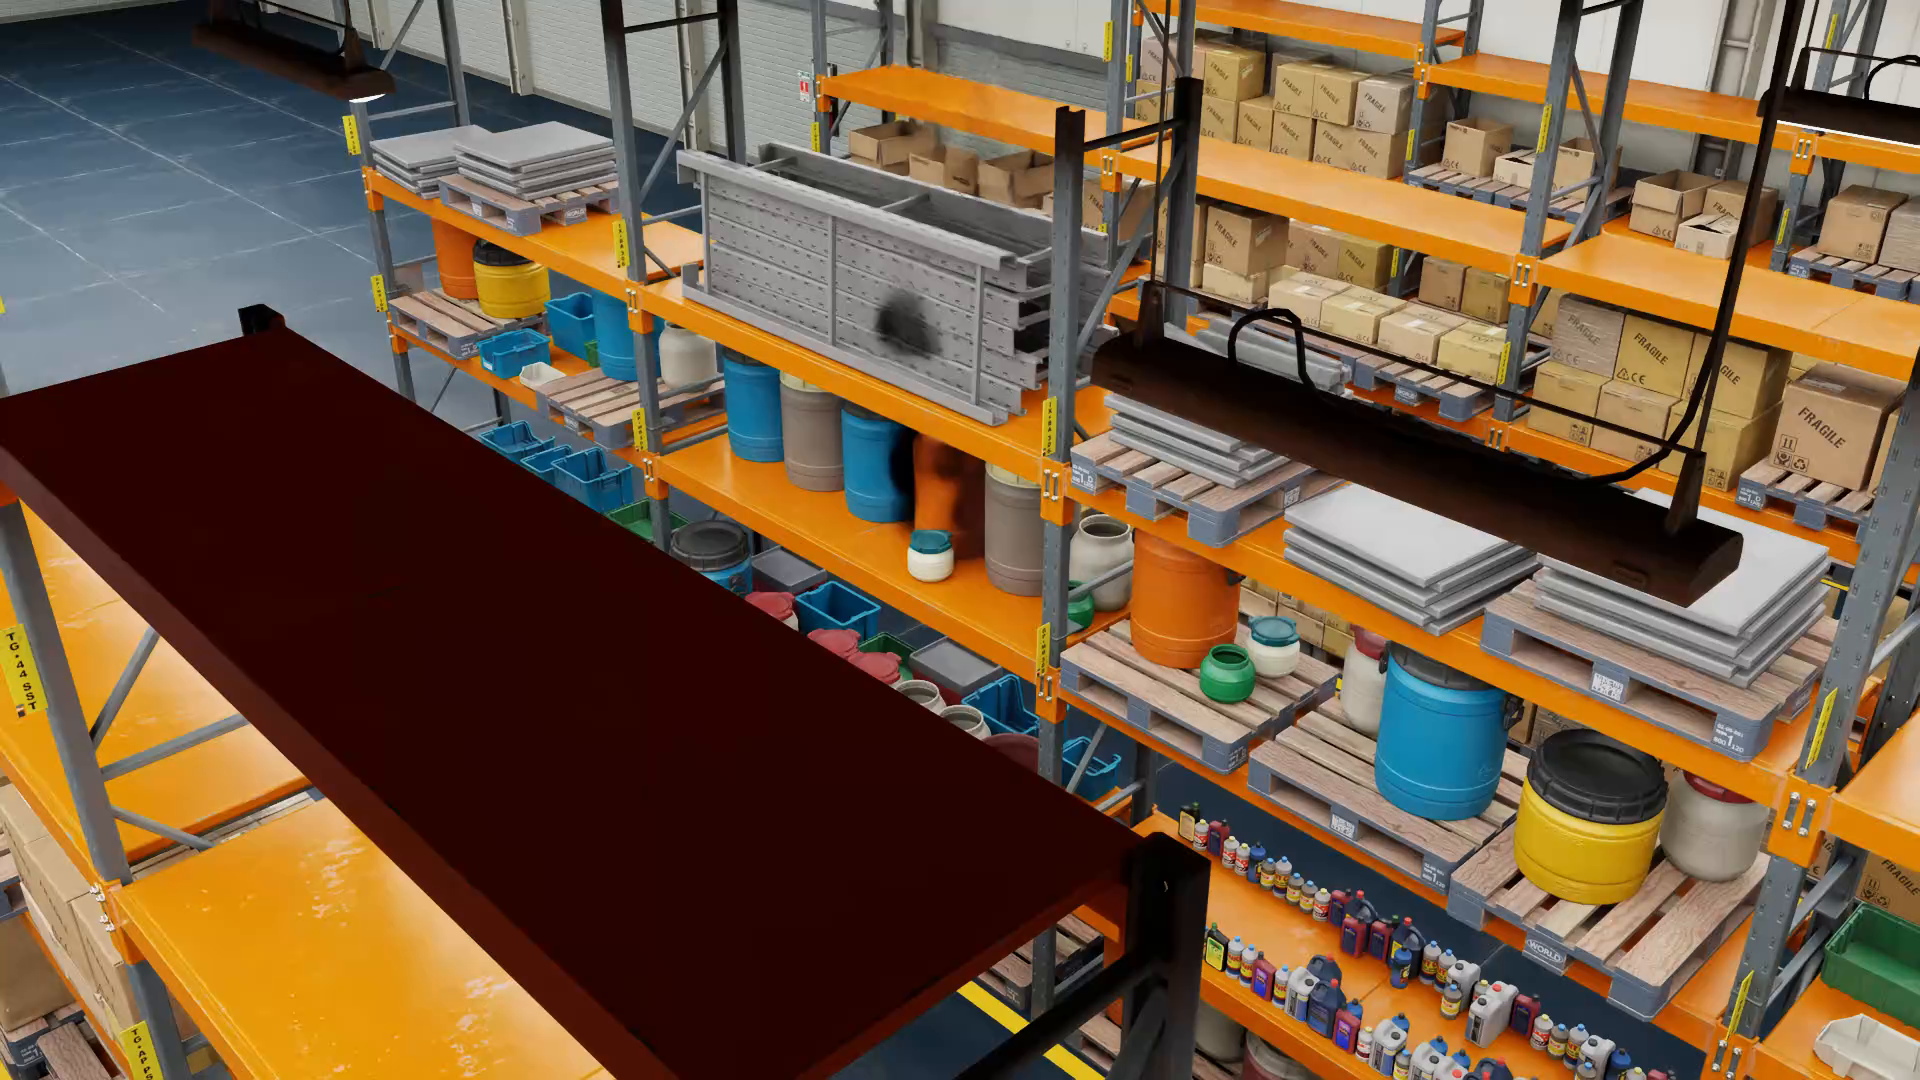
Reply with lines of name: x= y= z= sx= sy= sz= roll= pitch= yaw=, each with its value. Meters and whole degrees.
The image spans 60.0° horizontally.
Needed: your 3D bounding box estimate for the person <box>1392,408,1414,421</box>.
person: x=4.254 y=-0.614 z=16.314 sx=0.586 sy=1.601 sz=0.543 roll=-20 pitch=34 yaw=-33
